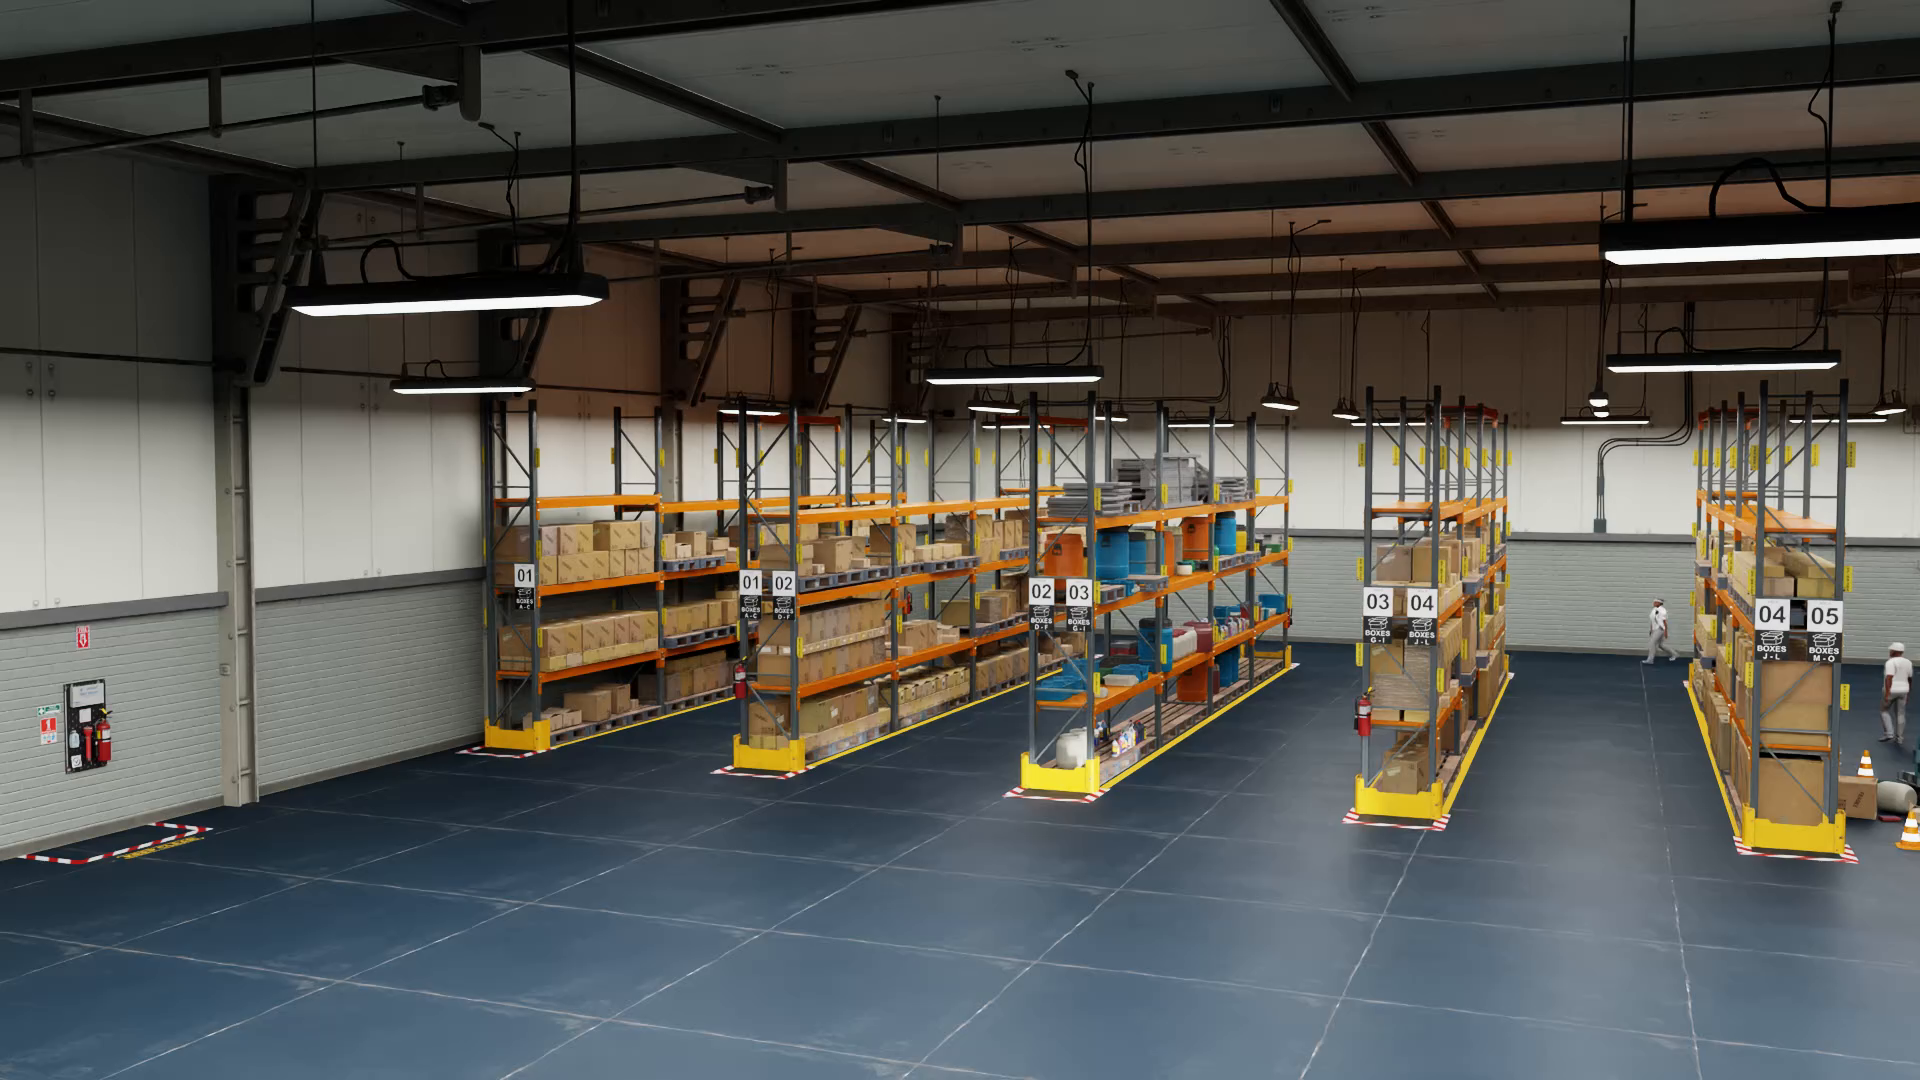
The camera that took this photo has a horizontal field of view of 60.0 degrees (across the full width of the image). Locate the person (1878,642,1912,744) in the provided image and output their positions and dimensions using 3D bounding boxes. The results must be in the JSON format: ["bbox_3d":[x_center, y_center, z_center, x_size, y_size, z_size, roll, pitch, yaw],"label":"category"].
[{"bbox_3d":[16.419,2.684,29.106,0.552,1.774,0.509,0,3,5],"label":"person"}]

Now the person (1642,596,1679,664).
[{"bbox_3d":[17.003,2.178,40.346,0.949,1.641,0.461,0,3,2],"label":"person"}]
